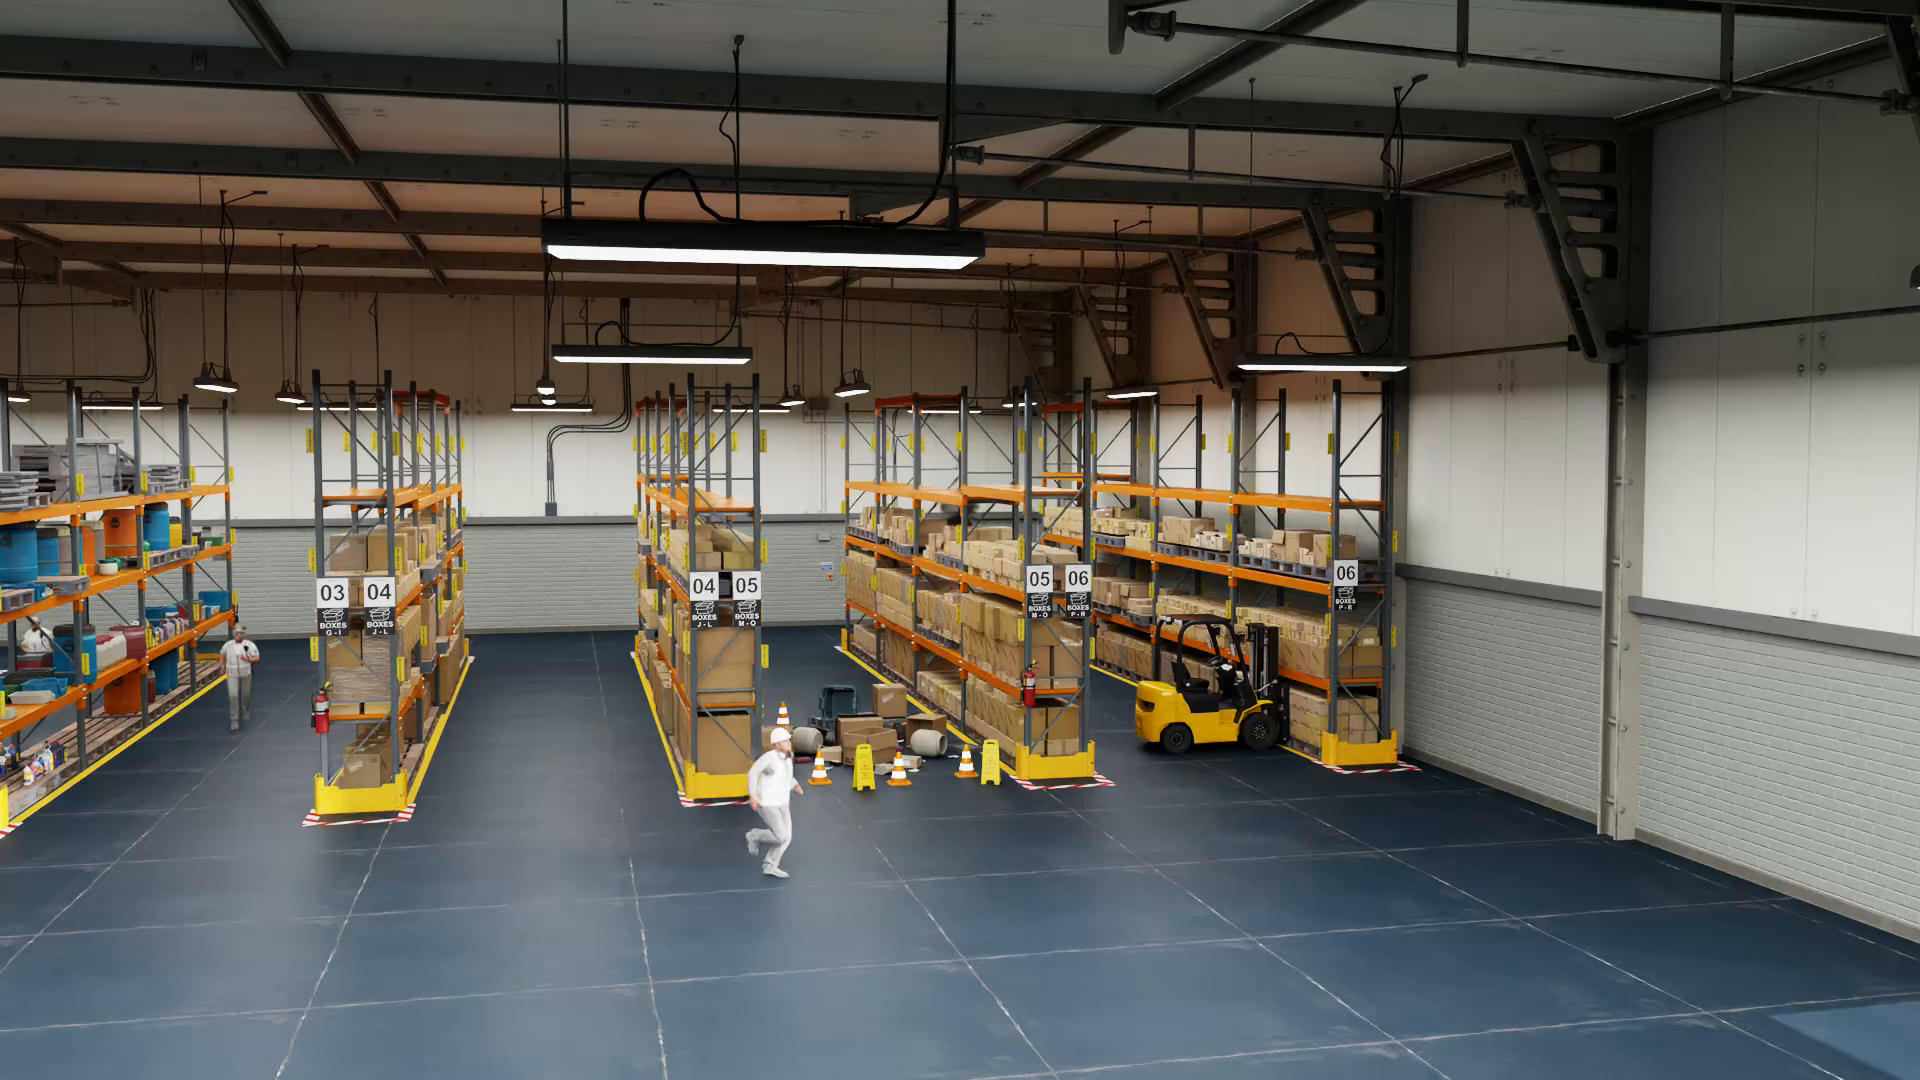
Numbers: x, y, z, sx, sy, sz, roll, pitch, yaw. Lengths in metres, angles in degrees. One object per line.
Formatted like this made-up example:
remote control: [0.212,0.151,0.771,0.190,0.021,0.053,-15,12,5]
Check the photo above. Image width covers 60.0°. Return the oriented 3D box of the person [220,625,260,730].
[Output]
person: [-12.755,2.395,29.450,0.656,1.796,0.954,-1,4,-22]

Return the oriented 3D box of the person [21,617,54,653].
person: [-18.066,2.319,32.620,0.622,1.638,0.591,-1,3,-12]

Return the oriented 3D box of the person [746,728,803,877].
person: [-2.161,3.044,19.308,0.681,1.727,0.693,2,4,28]
